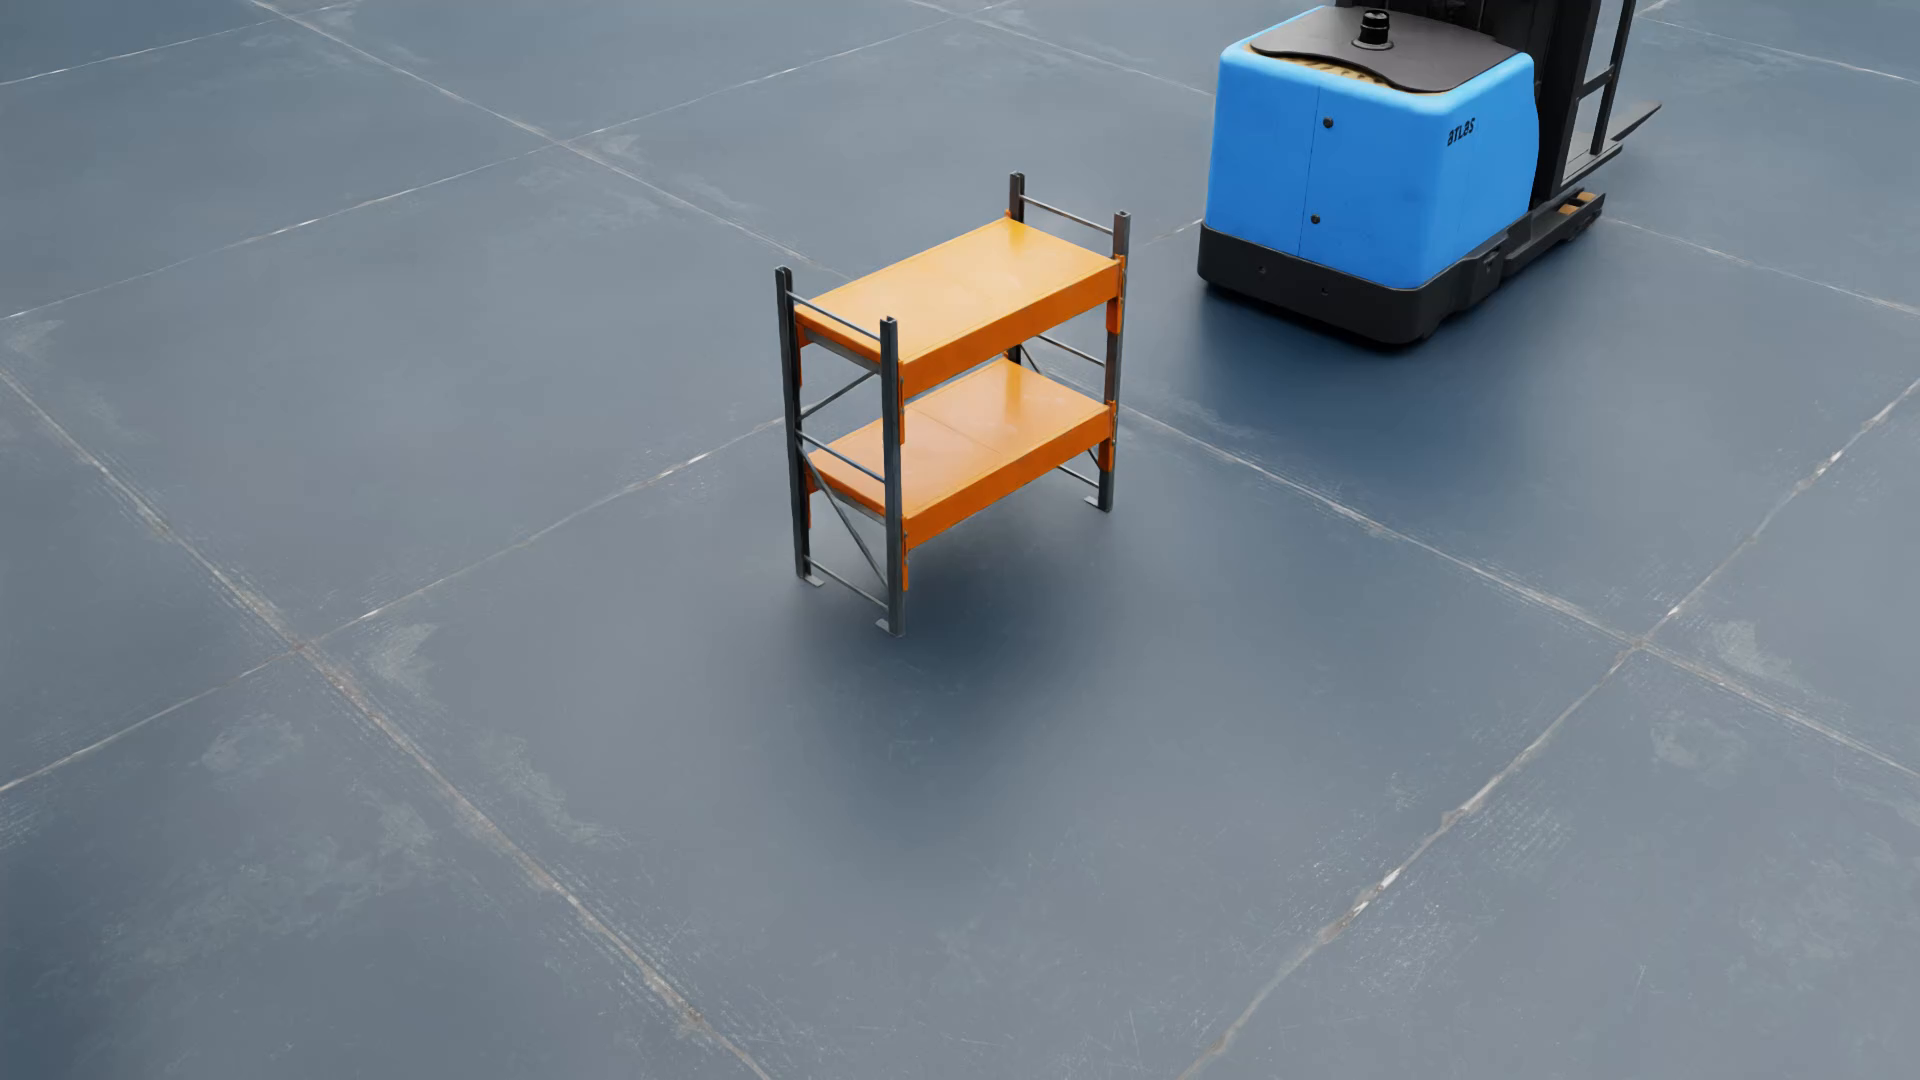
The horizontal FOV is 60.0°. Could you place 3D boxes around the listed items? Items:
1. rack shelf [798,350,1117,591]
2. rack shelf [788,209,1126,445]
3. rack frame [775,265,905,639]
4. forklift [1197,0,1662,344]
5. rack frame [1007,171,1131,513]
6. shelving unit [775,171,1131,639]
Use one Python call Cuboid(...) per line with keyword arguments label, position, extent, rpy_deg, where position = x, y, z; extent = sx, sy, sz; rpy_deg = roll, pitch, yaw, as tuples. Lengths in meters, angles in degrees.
Cuboid(label="rack shelf", position=(-0.005, -0.258, 5.564), extent=(0.538, 0.278, 1.000), rpy_deg=(30, 45, 35))
Cuboid(label="rack shelf", position=(-0.005, -0.699, 5.257), extent=(0.538, 0.278, 1.000), rpy_deg=(30, 45, 35))
Cuboid(label="rack frame", position=(-0.363, -0.252, 5.128), extent=(0.500, 1.125, 0.032), rpy_deg=(30, 45, 35))
Cuboid(label="forklift", position=(2.390, -2.766, 7.153), extent=(1.130, 2.935, 3.031), rpy_deg=(27, 43, 33))
Cuboid(label="rack frame", position=(0.353, -0.665, 5.720), extent=(0.500, 1.125, 0.032), rpy_deg=(30, 45, 35))
Cuboid(label="shelving unit", position=(-0.005, -0.459, 5.424), extent=(0.538, 1.125, 1.048), rpy_deg=(30, 45, 35))
